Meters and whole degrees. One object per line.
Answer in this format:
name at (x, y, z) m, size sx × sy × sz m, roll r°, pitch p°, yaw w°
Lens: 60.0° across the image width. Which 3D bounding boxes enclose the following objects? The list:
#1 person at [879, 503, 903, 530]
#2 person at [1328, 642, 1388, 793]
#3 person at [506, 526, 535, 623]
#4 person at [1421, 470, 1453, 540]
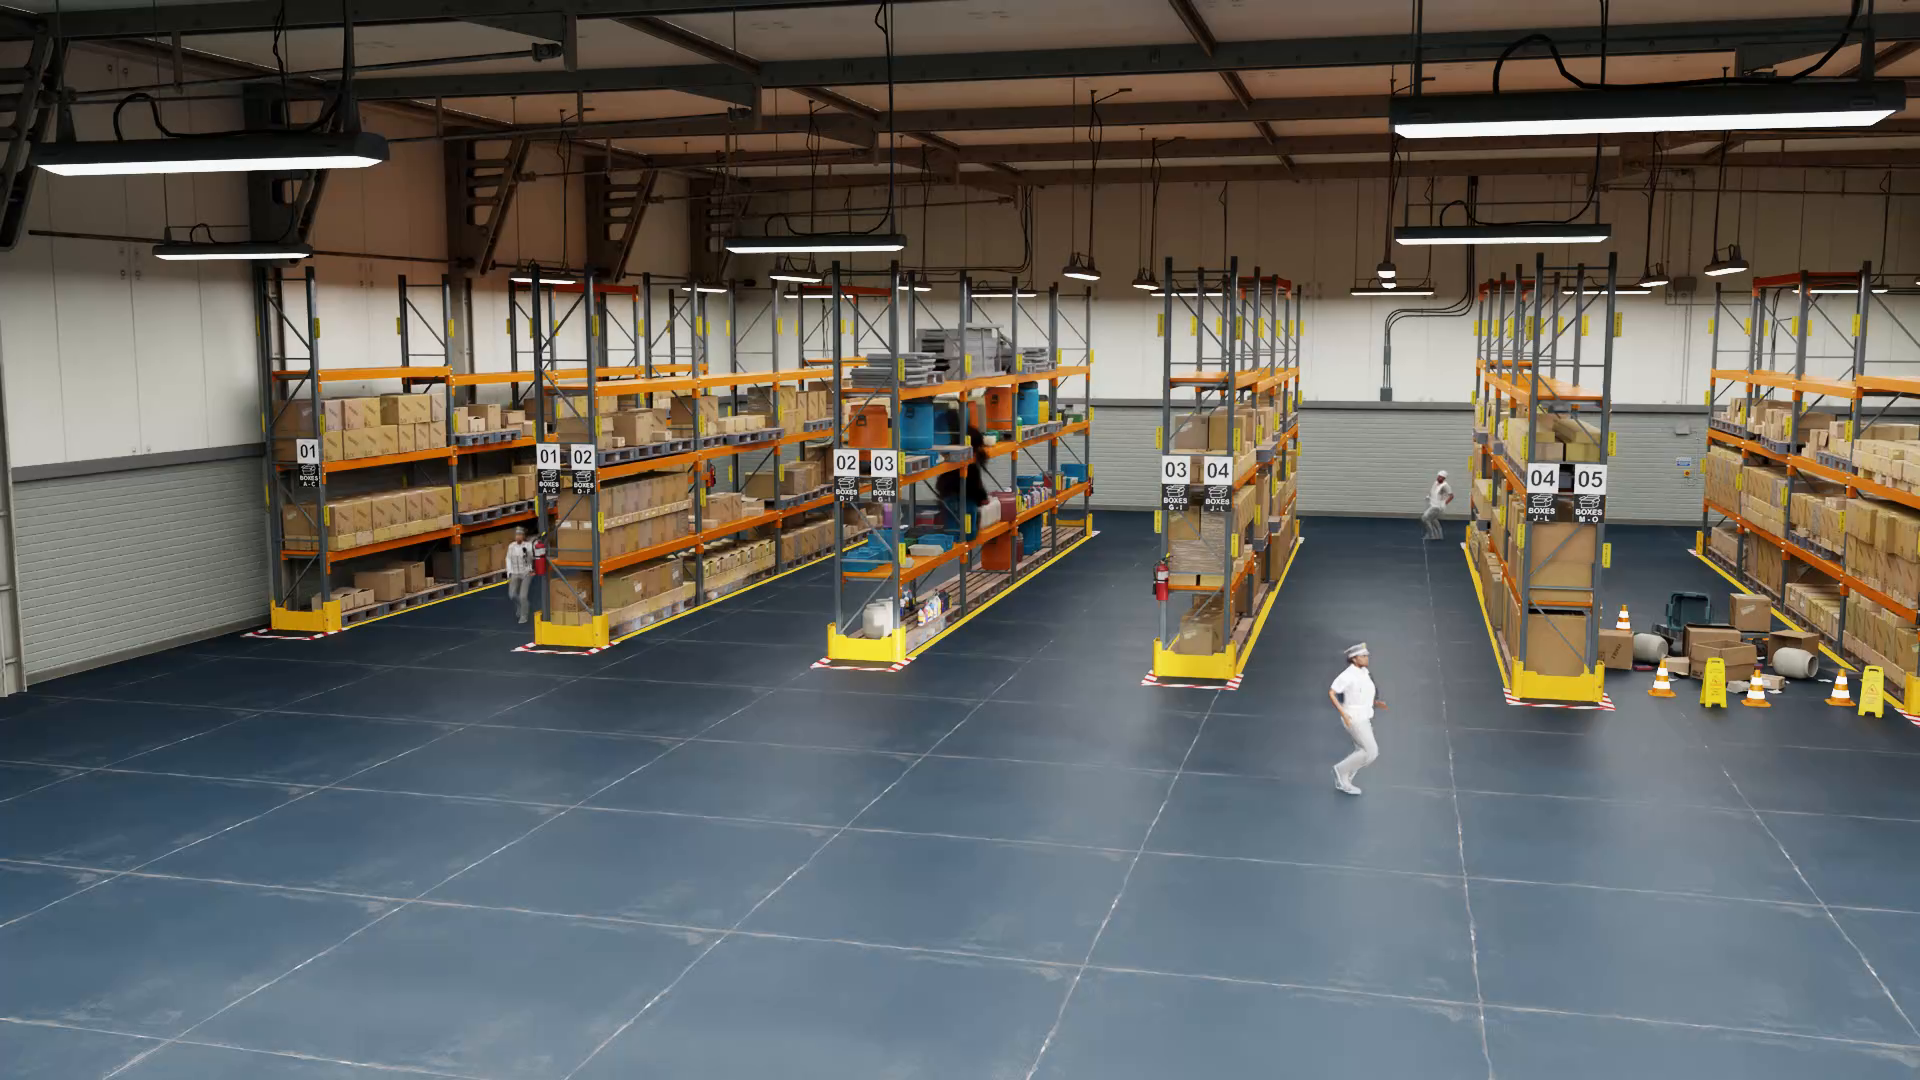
person at (-1.491, -0.269, 35.576) m, size 0.540 × 1.556 × 0.543 m, roll 1°, pitch 7°, yaw 5°
person at (4.307, 1.920, 17.840) m, size 0.576 × 1.659 × 0.560 m, roll 5°, pitch 9°, yaw 37°
person at (-7.491, 0.584, 28.429) m, size 0.633 × 1.665 × 0.542 m, roll 1°, pitch 7°, yaw 6°
person at (11.261, -0.808, 39.325) m, size 0.678 × 1.716 × 0.791 m, roll 1°, pitch 7°, yaw 8°
